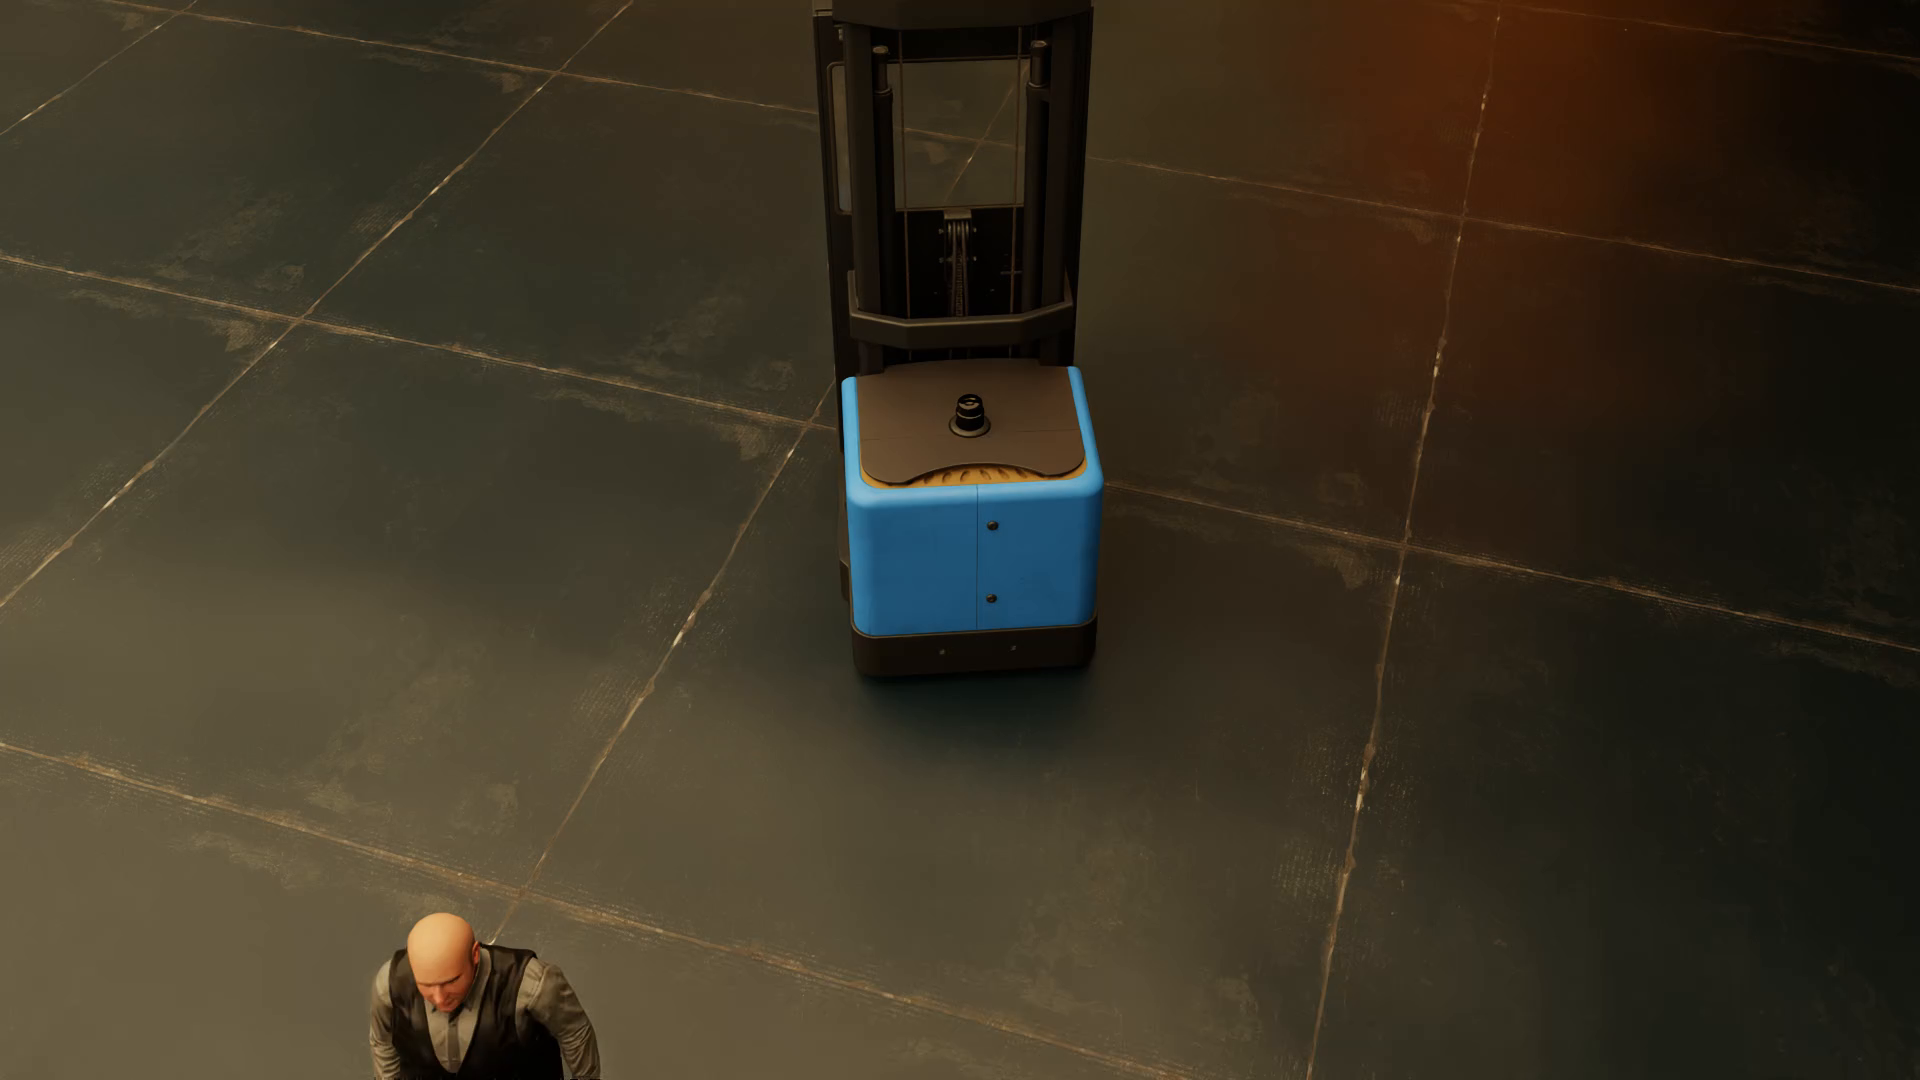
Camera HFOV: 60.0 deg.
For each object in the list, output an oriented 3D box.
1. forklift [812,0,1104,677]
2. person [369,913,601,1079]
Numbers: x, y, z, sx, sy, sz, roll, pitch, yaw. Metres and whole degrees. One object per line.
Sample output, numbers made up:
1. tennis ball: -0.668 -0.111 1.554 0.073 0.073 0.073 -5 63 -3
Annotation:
1. forklift: -0.048 -1.486 7.287 1.130 2.935 3.031 -3 43 -3
2. person: -1.360 1.687 4.818 0.621 1.763 0.535 0 43 0
